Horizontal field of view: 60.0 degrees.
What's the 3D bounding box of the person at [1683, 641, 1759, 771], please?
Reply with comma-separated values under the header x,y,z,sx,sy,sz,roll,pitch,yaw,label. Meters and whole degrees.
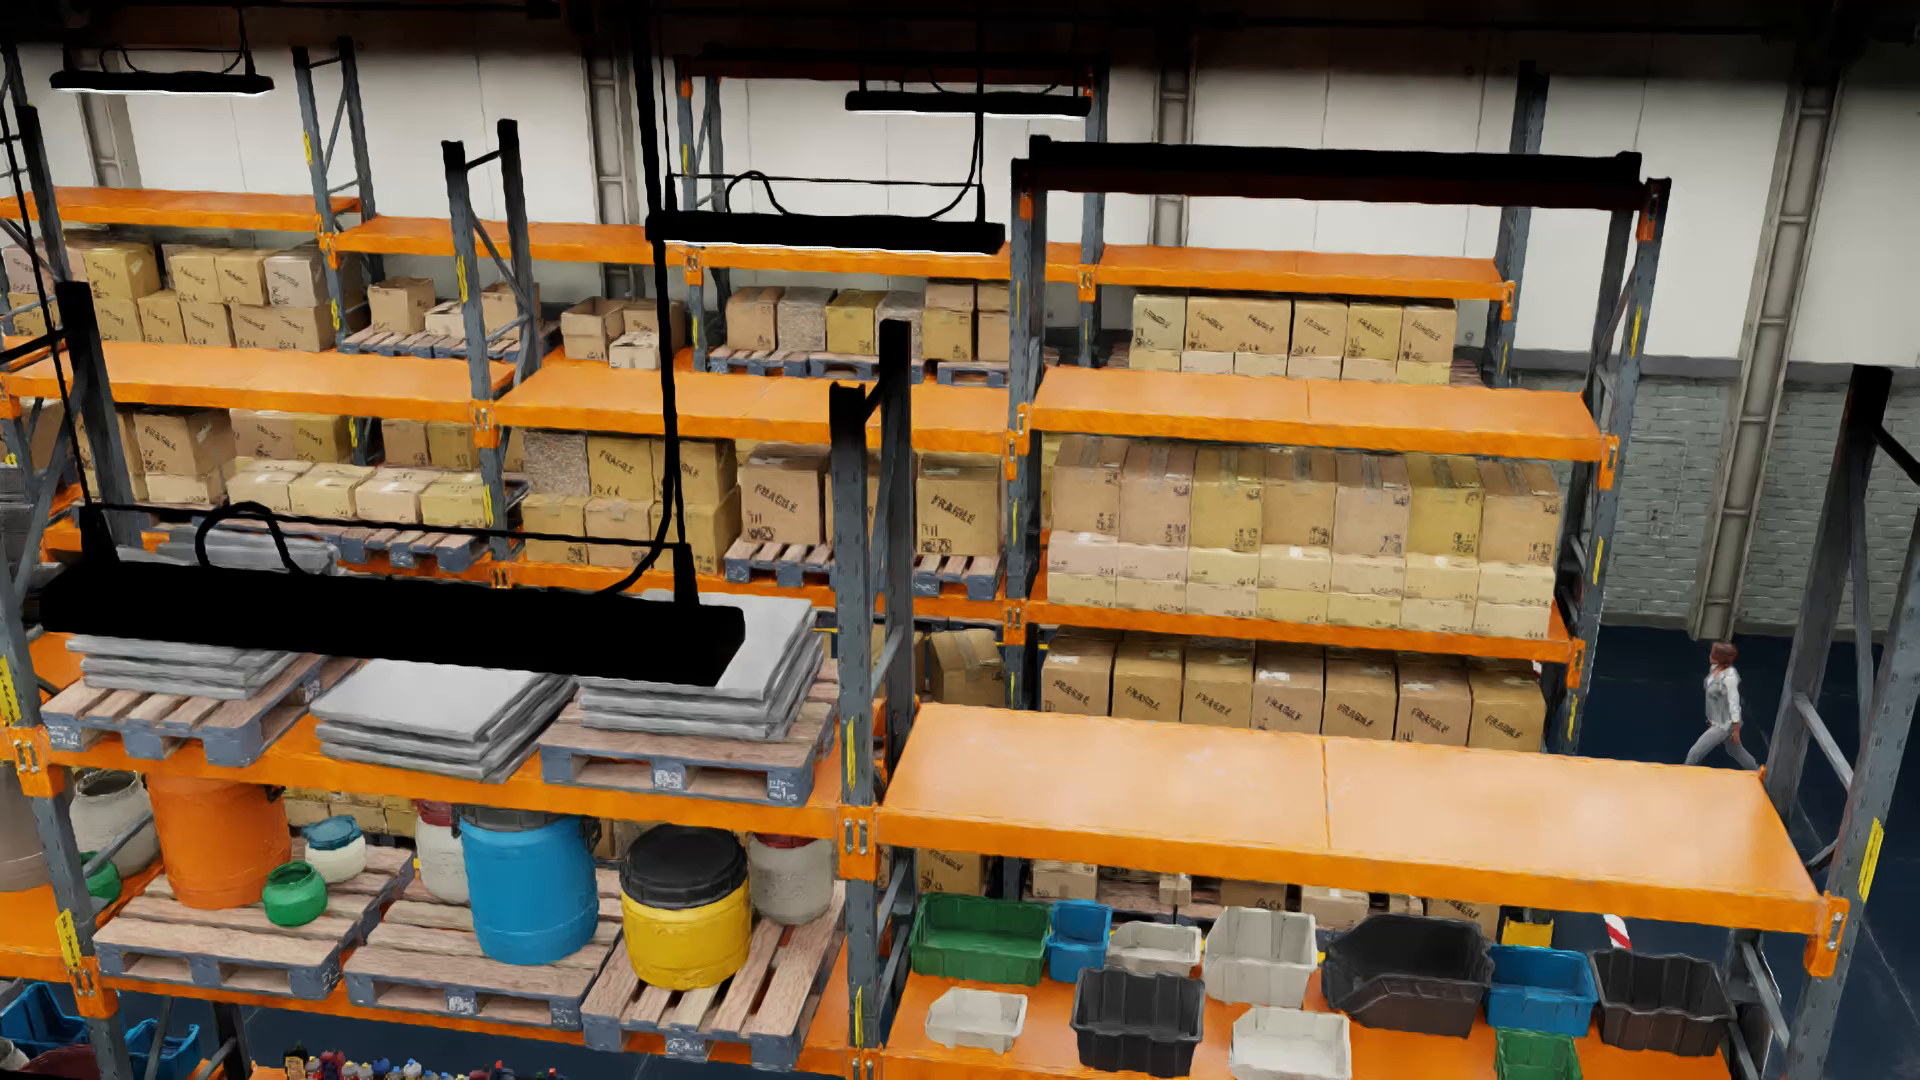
x,y,z,sx,sy,sz,roll,pitch,yaw,label
6.700,1.577,14.667,1.036,1.517,0.417,5,24,12,person
